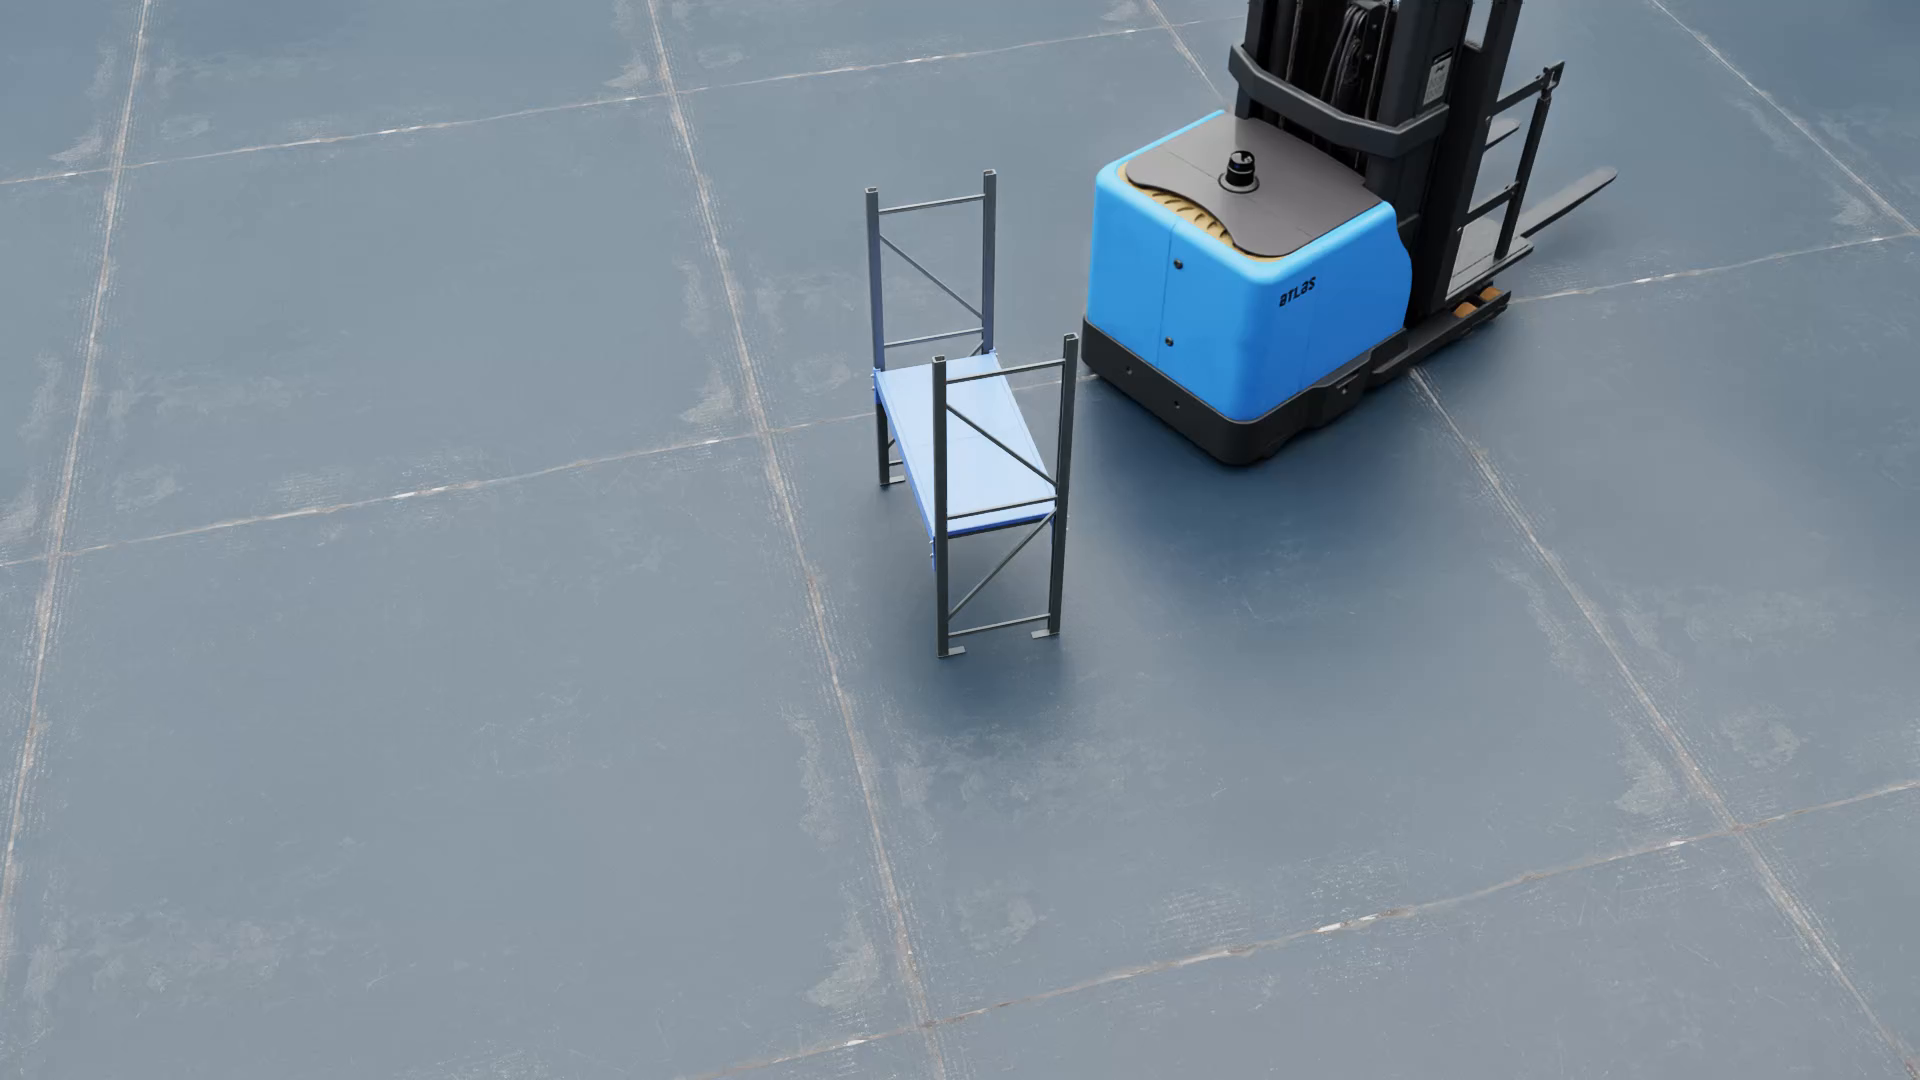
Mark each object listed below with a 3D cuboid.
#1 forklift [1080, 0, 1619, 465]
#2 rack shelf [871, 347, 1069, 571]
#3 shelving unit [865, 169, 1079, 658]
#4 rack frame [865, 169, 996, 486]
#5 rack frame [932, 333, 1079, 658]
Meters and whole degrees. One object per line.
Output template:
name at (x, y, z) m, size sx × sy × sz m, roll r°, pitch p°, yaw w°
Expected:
forklift at (2.014, -2.253, 7.156) m, size 3.031 × 2.935 × 1.130 m, roll -31°, pitch 53°, yaw -27°
rack shelf at (0.022, -0.340, 6.536) m, size 0.538 × 0.185 × 1.000 m, roll -11°, pitch 47°, yaw -10°
shelving unit at (0.022, -0.466, 6.407) m, size 0.538 × 1.500 × 1.048 m, roll -11°, pitch 47°, yaw -10°
rack frame at (-0.108, -0.817, 6.751) m, size 0.500 × 1.500 × 0.032 m, roll -11°, pitch 47°, yaw -10°
rack frame at (0.152, -0.115, 6.063) m, size 0.500 × 1.500 × 0.032 m, roll -11°, pitch 47°, yaw -10°
